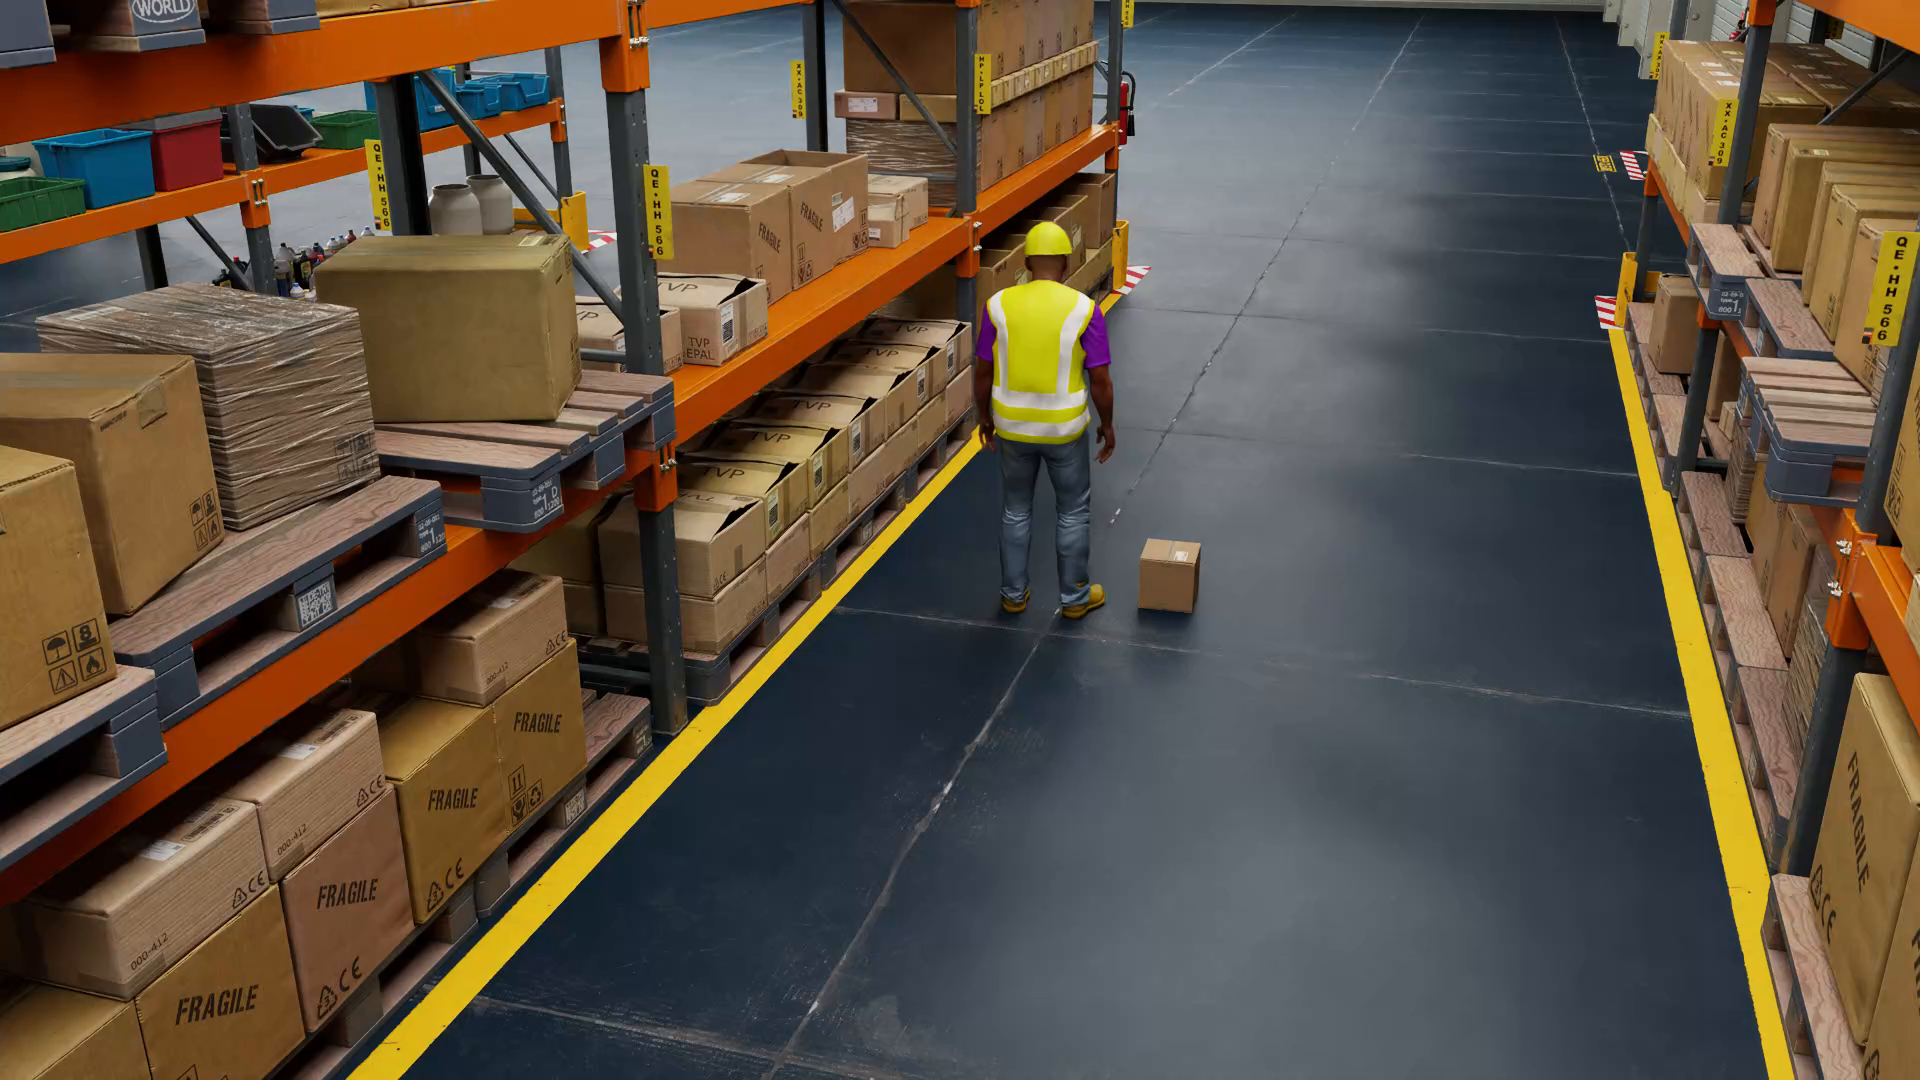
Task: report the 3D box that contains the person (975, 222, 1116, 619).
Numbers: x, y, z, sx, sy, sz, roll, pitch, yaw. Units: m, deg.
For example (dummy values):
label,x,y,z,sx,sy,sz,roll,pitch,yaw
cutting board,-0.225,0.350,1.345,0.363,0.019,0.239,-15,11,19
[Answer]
label,x,y,z,sx,sy,sz,roll,pitch,yaw
person,0.376,-0.516,7.352,0.627,1.761,0.456,7,23,16
